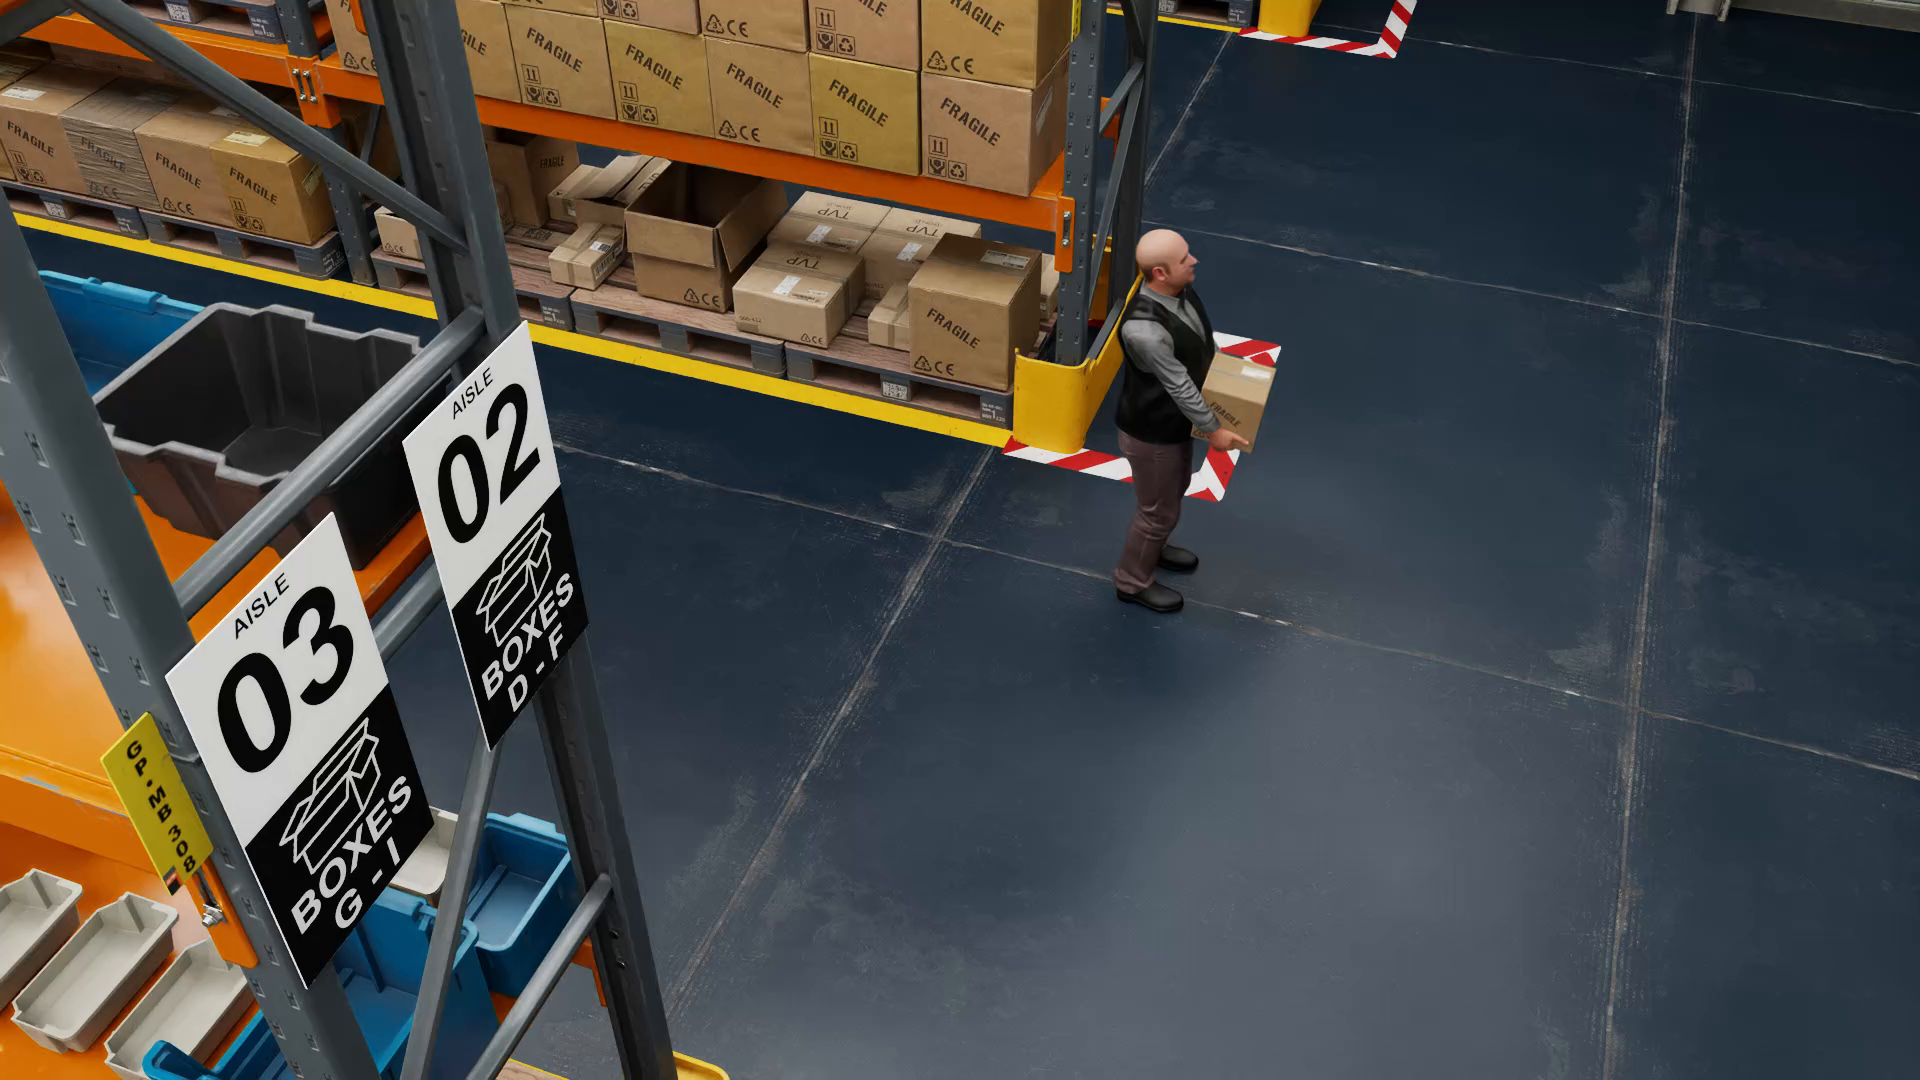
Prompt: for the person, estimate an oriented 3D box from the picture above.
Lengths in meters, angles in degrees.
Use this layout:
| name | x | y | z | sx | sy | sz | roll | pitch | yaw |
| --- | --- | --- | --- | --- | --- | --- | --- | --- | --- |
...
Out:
| name | x | y | z | sx | sy | sz | roll | pitch | yaw |
| --- | --- | --- | --- | --- | --- | --- | --- | --- | --- |
| person | 0.912 | -0.466 | 6.717 | 0.551 | 1.711 | 0.494 | 12 | 43 | 14 |
